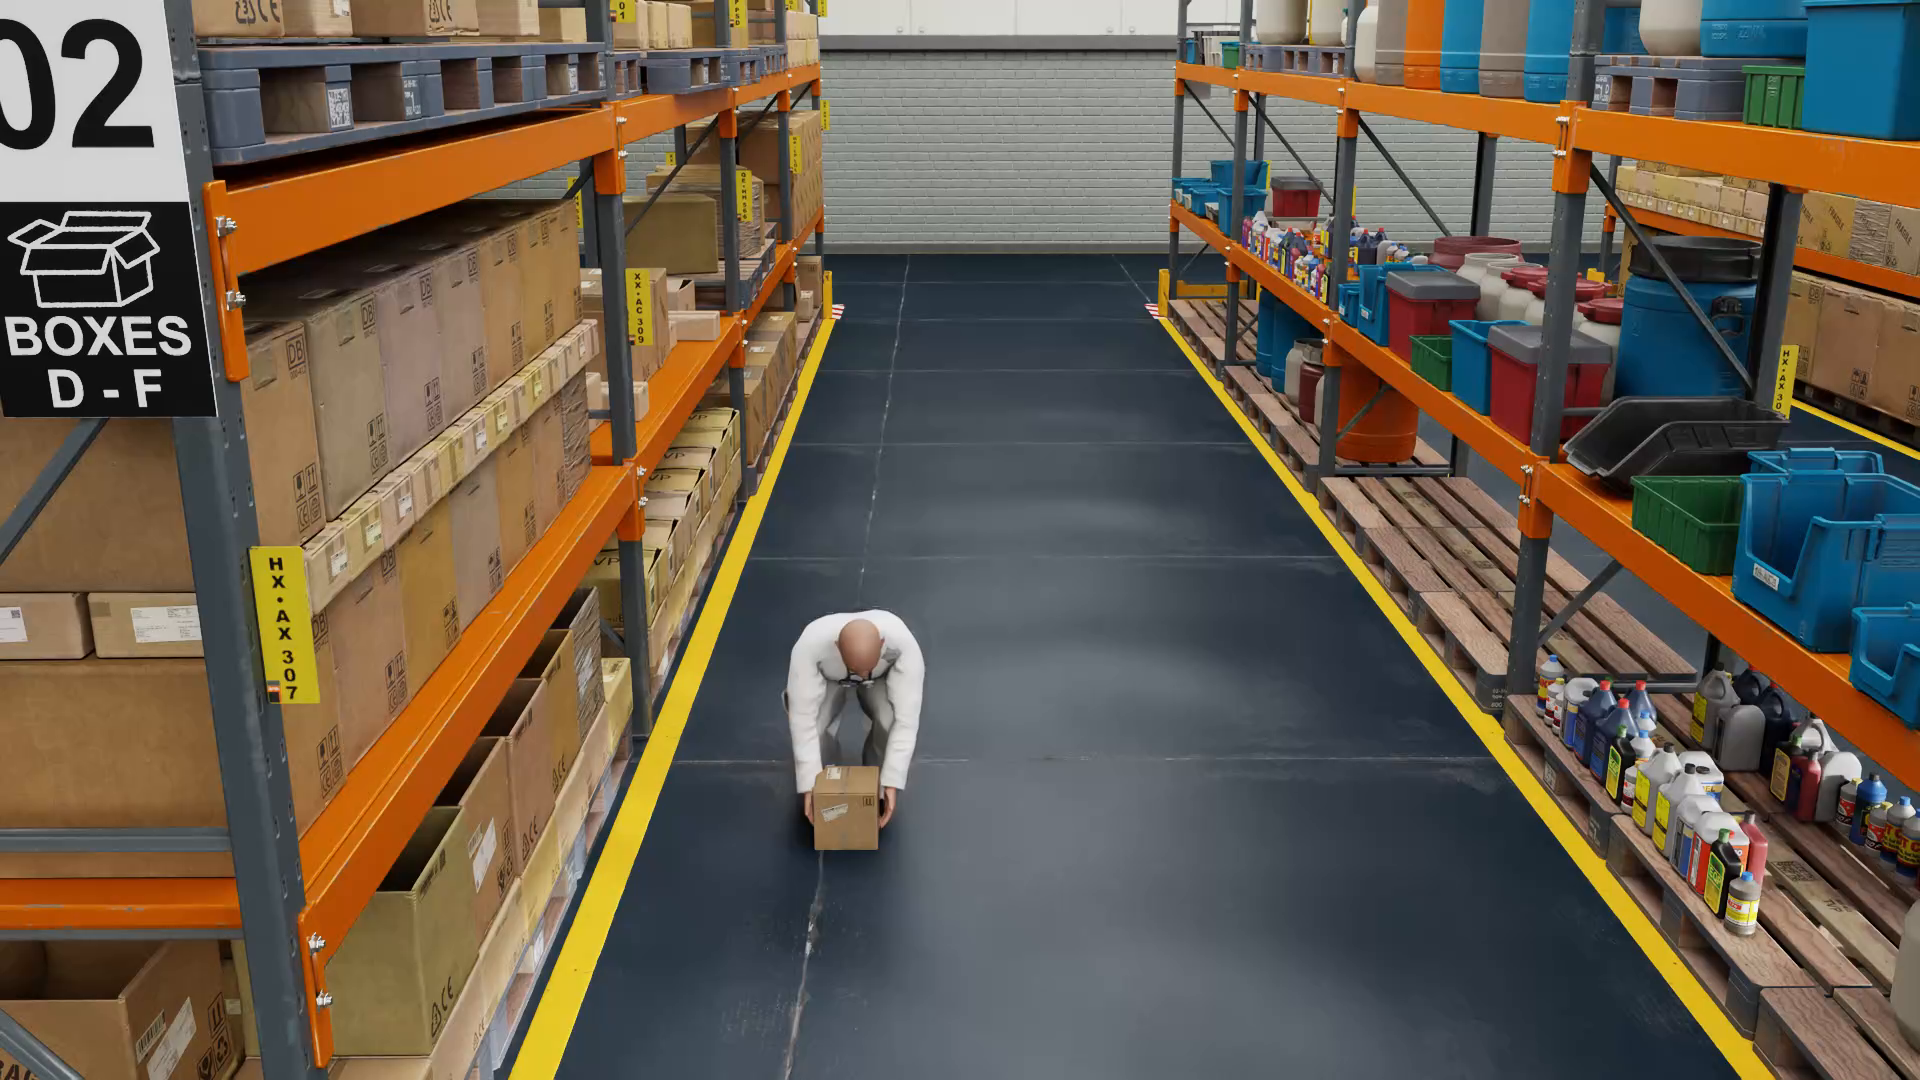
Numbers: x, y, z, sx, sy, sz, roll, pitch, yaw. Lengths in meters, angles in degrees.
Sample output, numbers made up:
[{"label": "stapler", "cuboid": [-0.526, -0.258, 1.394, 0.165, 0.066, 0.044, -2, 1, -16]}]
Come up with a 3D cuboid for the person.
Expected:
[{"label": "person", "cuboid": [-0.447, 0.667, 6.924, 0.606, 0.878, 0.907, 0, 17, 0]}]
